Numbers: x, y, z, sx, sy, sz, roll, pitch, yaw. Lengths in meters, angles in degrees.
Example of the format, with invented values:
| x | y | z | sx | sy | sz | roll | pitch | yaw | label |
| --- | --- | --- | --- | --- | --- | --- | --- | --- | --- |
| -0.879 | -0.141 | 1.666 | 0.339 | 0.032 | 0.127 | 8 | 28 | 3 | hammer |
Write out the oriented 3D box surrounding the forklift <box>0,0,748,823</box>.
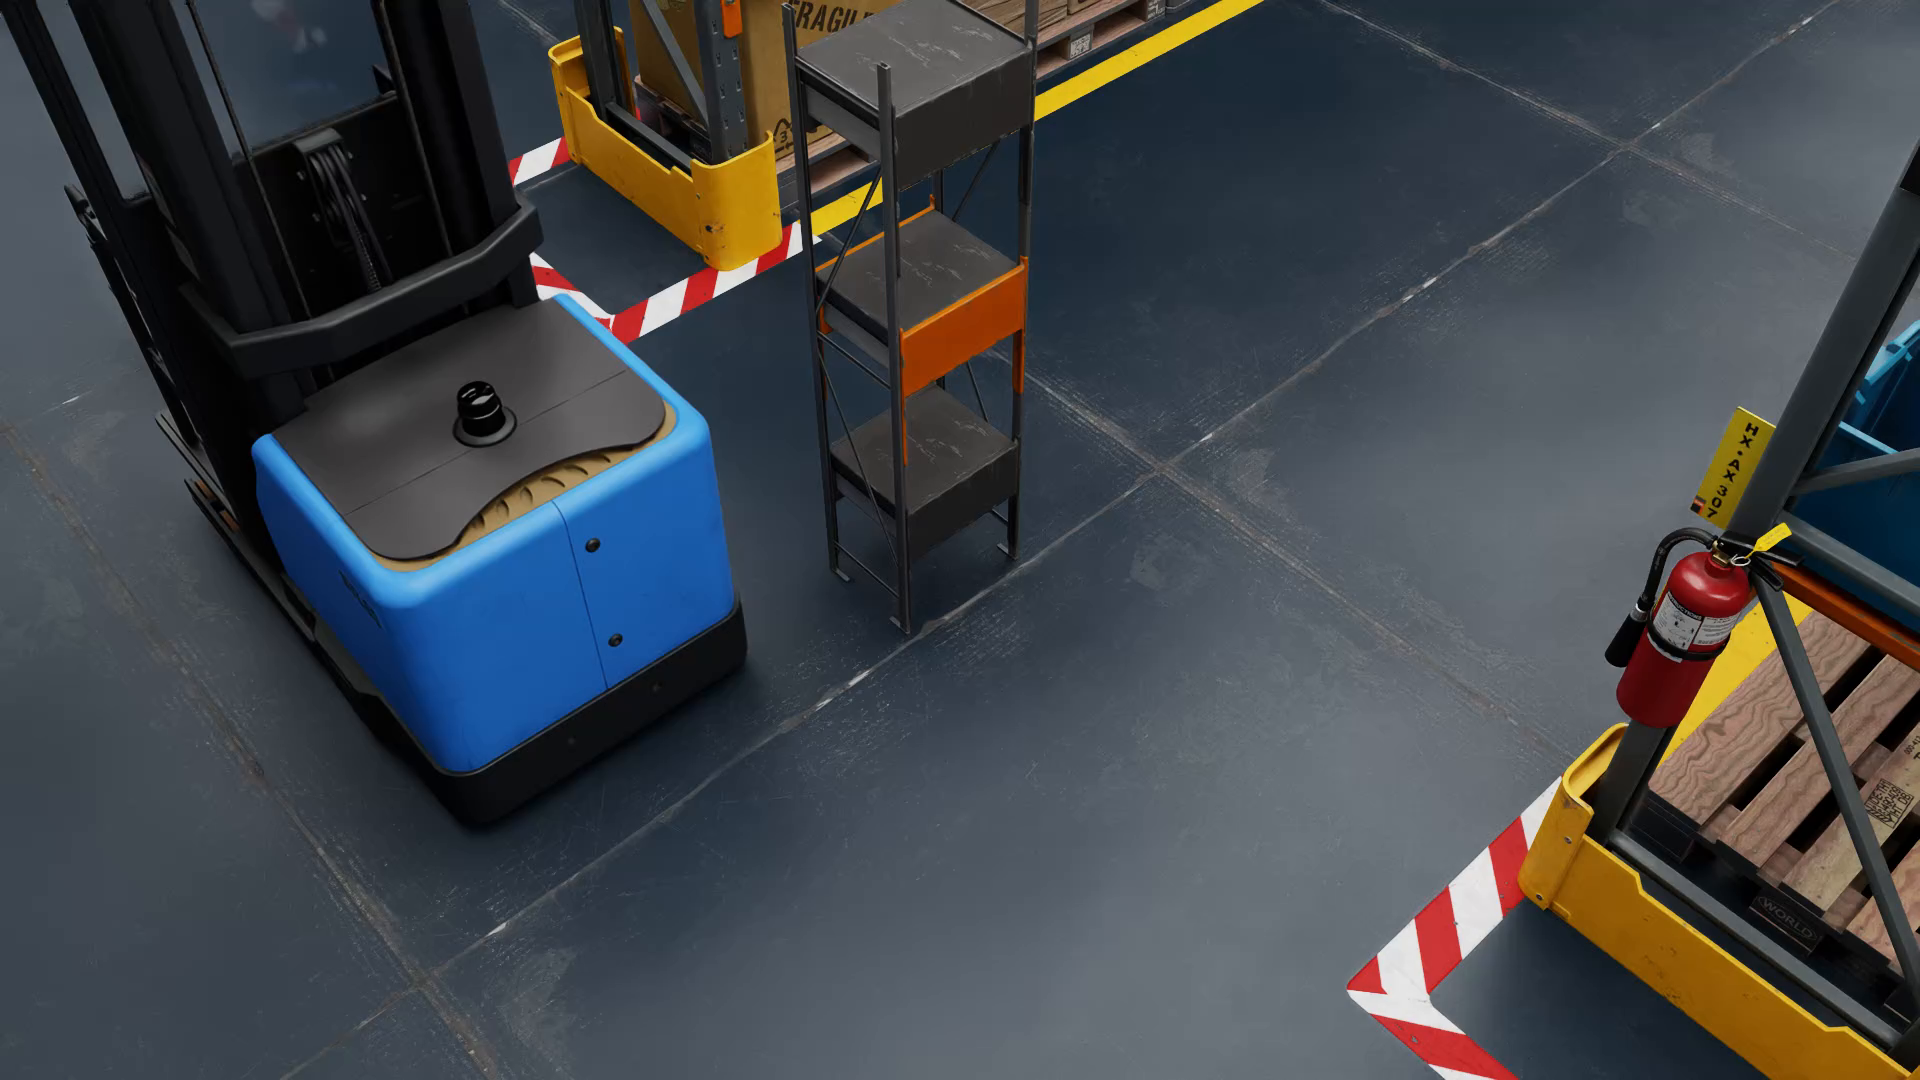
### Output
| x | y | z | sx | sy | sz | roll | pitch | yaw | label |
| --- | --- | --- | --- | --- | --- | --- | --- | --- | --- |
| -2.026 | -1.174 | 4.839 | 1.130 | 2.935 | 3.031 | -33 | 55 | -26 | forklift |

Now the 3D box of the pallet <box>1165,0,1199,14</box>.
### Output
| x | y | z | sx | sy | sz | roll | pitch | yaw | label |
| --- | --- | --- | --- | --- | --- | --- | --- | --- | --- |
| 1.134 | -3.201 | 8.560 | 1.213 | 0.211 | 1.003 | -34 | 56 | -27 | pallet |

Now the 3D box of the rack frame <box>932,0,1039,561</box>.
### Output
| x | y | z | sx | sy | sz | roll | pitch | yaw | label |
| --- | --- | --- | --- | --- | --- | --- | --- | --- | --- |
| 0.058 | -0.751 | 5.014 | 0.015 | 2.100 | 0.400 | -34 | 56 | -27 | rack frame |

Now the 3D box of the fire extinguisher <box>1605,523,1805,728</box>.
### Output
| x | y | z | sx | sy | sz | roll | pitch | yaw | label |
| --- | --- | --- | --- | --- | --- | --- | --- | --- | --- |
| 1.705 | 0.171 | 3.857 | 0.183 | 0.674 | 0.296 | -34 | 56 | -27 | fire extinguisher |

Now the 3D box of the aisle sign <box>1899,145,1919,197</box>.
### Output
| x | y | z | sx | sy | sz | roll | pitch | yaw | label |
| --- | --- | --- | --- | --- | --- | --- | --- | --- | --- |
| 1.872 | -0.814 | 2.691 | 0.004 | 0.787 | 0.394 | -34 | 56 | -27 | aisle sign |

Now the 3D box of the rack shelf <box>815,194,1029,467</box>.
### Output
| x | y | z | sx | sy | sz | roll | pitch | yaw | label |
| --- | --- | --- | --- | --- | --- | --- | --- | --- | --- |
| -0.122 | -0.621 | 4.913 | 0.480 | 0.518 | 0.431 | -34 | 56 | -27 | rack shelf |

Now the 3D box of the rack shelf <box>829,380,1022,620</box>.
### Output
| x | y | z | sx | sy | sz | roll | pitch | yaw | label |
| --- | --- | --- | --- | --- | --- | --- | --- | --- | --- |
| -0.122 | -0.146 | 5.427 | 0.480 | 0.518 | 0.431 | -34 | 56 | -27 | rack shelf |

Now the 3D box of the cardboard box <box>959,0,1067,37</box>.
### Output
| x | y | z | sx | sy | sz | roll | pitch | yaw | label |
| --- | --- | --- | --- | --- | --- | --- | --- | --- | --- |
| -0.117 | -2.734 | 7.392 | 0.875 | 0.875 | 0.875 | -34 | 56 | -27 | cardboard box |

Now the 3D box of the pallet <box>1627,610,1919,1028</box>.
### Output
| x | y | z | sx | sy | sz | roll | pitch | yaw | label |
| --- | --- | --- | --- | --- | --- | --- | --- | --- | --- |
| 2.758 | 0.750 | 4.914 | 1.213 | 0.211 | 1.003 | -34 | 56 | -27 | pallet |

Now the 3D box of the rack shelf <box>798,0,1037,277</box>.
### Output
| x | y | z | sx | sy | sz | roll | pitch | yaw | label |
| --- | --- | --- | --- | --- | --- | --- | --- | --- | --- |
| -0.123 | -1.096 | 4.398 | 0.480 | 0.518 | 0.431 | -34 | 56 | -27 | rack shelf |

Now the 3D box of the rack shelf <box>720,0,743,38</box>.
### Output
| x | y | z | sx | sy | sz | roll | pitch | yaw | label |
| --- | --- | --- | --- | --- | --- | --- | --- | --- | --- |
| 0.270 | -3.247 | 7.195 | 4.000 | 0.370 | 1.077 | -34 | 56 | -27 | rack shelf |

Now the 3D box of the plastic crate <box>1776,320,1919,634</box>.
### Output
| x | y | z | sx | sy | sz | roll | pitch | yaw | label |
| --- | --- | --- | --- | --- | --- | --- | --- | --- | --- |
| 2.244 | -0.108 | 3.744 | 0.499 | 0.435 | 0.616 | -34 | 56 | -27 | plastic crate |

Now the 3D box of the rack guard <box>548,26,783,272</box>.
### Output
| x | y | z | sx | sy | sz | roll | pitch | yaw | label |
| --- | --- | --- | --- | --- | --- | --- | --- | --- | --- |
| -1.228 | -1.643 | 6.925 | 0.348 | 0.500 | 1.175 | -34 | 56 | -27 | rack guard |

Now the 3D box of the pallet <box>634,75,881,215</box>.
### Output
| x | y | z | sx | sy | sz | roll | pitch | yaw | label |
| --- | --- | --- | --- | --- | --- | --- | --- | --- | --- |
| -0.671 | -1.994 | 7.447 | 1.213 | 0.211 | 1.003 | -34 | 56 | -27 | pallet |

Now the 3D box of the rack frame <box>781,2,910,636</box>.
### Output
| x | y | z | sx | sy | sz | roll | pitch | yaw | label |
| --- | --- | --- | --- | --- | --- | --- | --- | --- | --- |
| -0.303 | -0.510 | 4.791 | 0.015 | 2.100 | 0.400 | -34 | 56 | -27 | rack frame |

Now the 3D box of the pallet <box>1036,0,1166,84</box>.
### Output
| x | y | z | sx | sy | sz | roll | pitch | yaw | label |
| --- | --- | --- | --- | --- | --- | --- | --- | --- | --- |
| 0.231 | -2.595 | 8.000 | 1.213 | 0.211 | 1.003 | -34 | 56 | -27 | pallet |

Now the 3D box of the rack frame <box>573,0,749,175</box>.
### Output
| x | y | z | sx | sy | sz | roll | pitch | yaw | label |
| --- | --- | --- | --- | --- | --- | --- | --- | --- | --- |
| -1.210 | -2.502 | 6.018 | 0.127 | 3.000 | 1.000 | -34 | 56 | -27 | rack frame |

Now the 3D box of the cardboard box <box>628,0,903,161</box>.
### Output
| x | y | z | sx | sy | sz | roll | pitch | yaw | label |
| --- | --- | --- | --- | --- | --- | --- | --- | --- | --- |
| -0.790 | -2.284 | 6.976 | 0.875 | 0.875 | 0.875 | -34 | 56 | -27 | cardboard box |

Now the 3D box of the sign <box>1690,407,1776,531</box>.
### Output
| x | y | z | sx | sy | sz | roll | pitch | yaw | label |
| --- | --- | --- | --- | --- | --- | --- | --- | --- | --- |
| 1.740 | -0.155 | 3.741 | 0.005 | 0.325 | 0.100 | -34 | 56 | -27 | sign |

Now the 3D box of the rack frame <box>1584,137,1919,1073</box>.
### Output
| x | y | z | sx | sy | sz | roll | pitch | yaw | label |
| --- | --- | --- | --- | --- | --- | --- | --- | --- | --- |
| 2.122 | 0.191 | 3.533 | 0.127 | 3.000 | 1.000 | -34 | 56 | -27 | rack frame |

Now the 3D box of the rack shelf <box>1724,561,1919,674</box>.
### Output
| x | y | z | sx | sy | sz | roll | pitch | yaw | label |
| --- | --- | --- | --- | --- | --- | --- | --- | --- | --- |
| 3.602 | -0.554 | 4.709 | 4.000 | 0.370 | 1.077 | -34 | 56 | -27 | rack shelf |

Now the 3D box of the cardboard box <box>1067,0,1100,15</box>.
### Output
| x | y | z | sx | sy | sz | roll | pitch | yaw | label |
| --- | --- | --- | --- | --- | --- | --- | --- | --- | --- |
| 0.541 | -3.174 | 7.798 | 0.875 | 0.875 | 0.875 | -34 | 56 | -27 | cardboard box |

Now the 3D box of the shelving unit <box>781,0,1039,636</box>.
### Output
| x | y | z | sx | sy | sz | roll | pitch | yaw | label |
| --- | --- | --- | --- | --- | --- | --- | --- | --- | --- |
| -0.122 | -0.630 | 4.903 | 0.503 | 2.100 | 0.431 | -34 | 56 | -27 | shelving unit |

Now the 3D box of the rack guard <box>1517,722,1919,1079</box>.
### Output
| x | y | z | sx | sy | sz | roll | pitch | yaw | label |
| --- | --- | --- | --- | --- | --- | --- | --- | --- | --- |
| 2.113 | 1.058 | 4.434 | 0.348 | 0.500 | 1.175 | -34 | 56 | -27 | rack guard |
